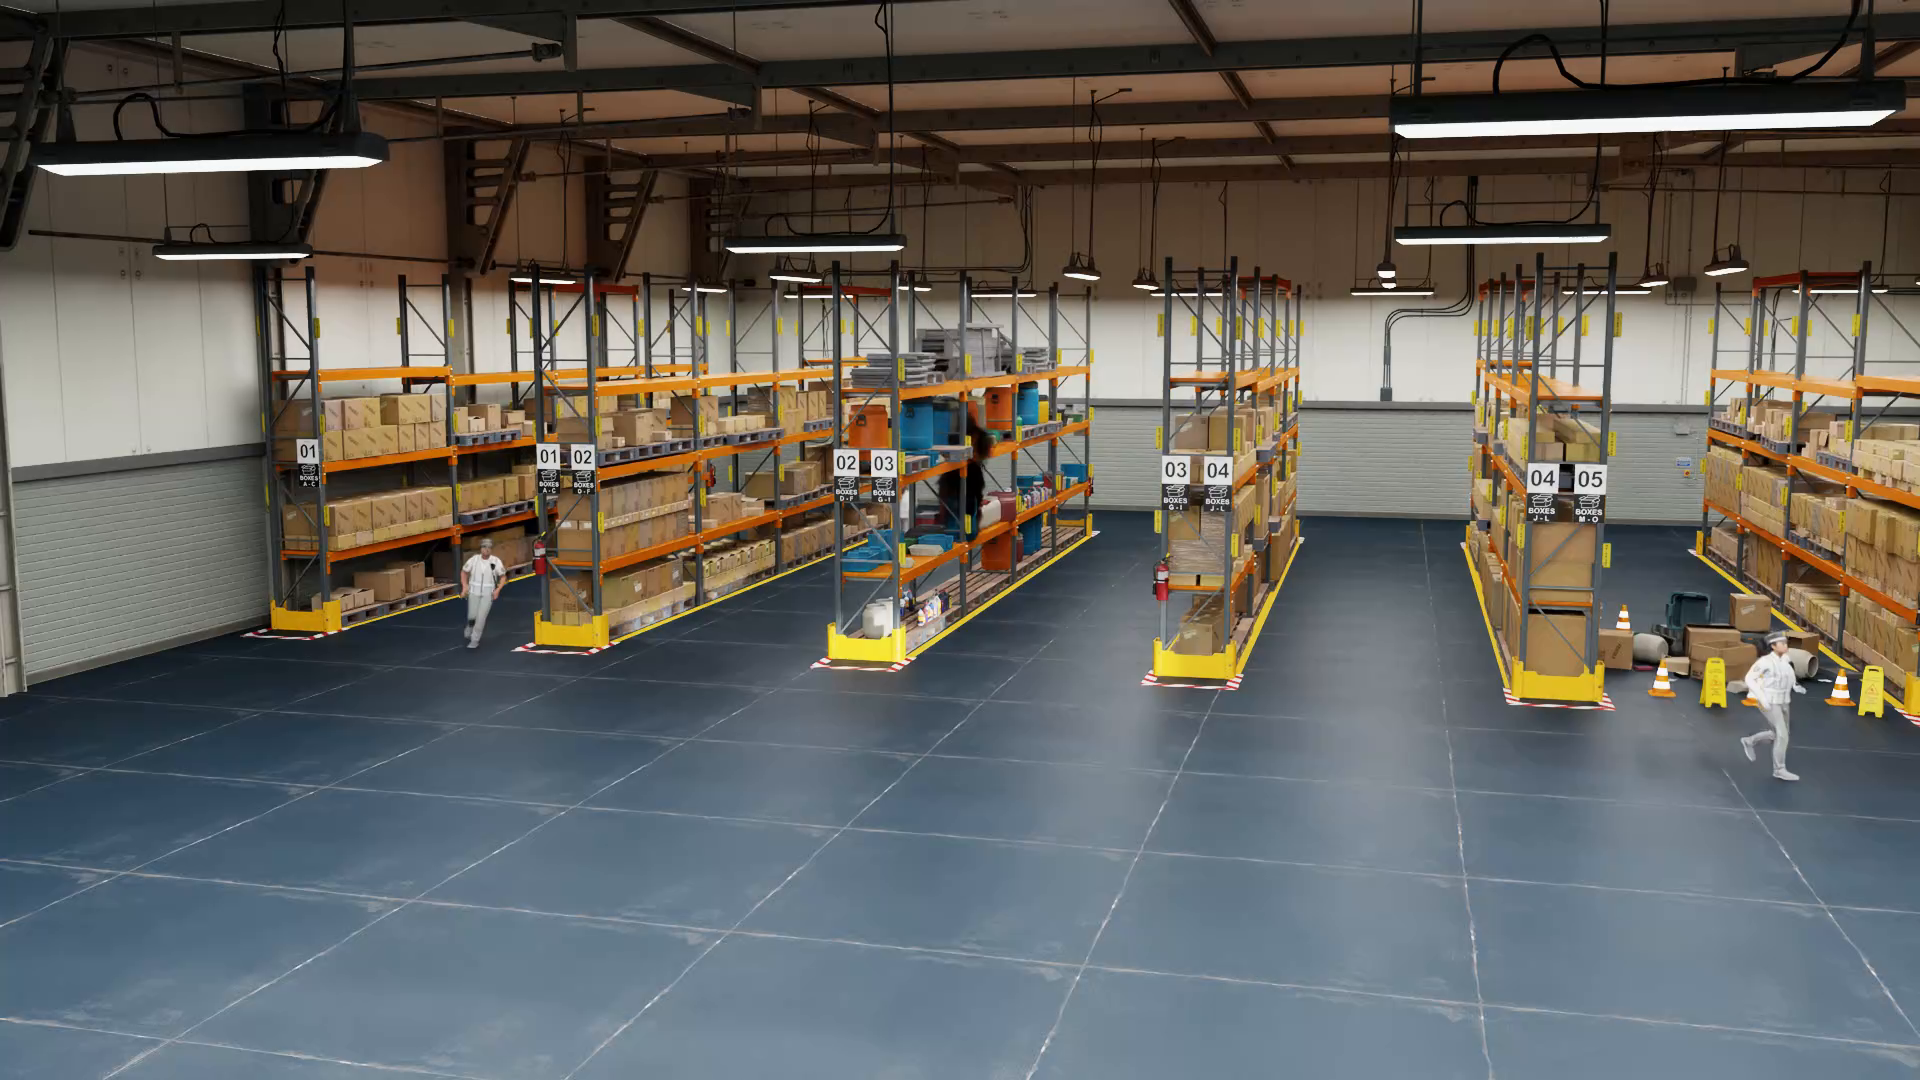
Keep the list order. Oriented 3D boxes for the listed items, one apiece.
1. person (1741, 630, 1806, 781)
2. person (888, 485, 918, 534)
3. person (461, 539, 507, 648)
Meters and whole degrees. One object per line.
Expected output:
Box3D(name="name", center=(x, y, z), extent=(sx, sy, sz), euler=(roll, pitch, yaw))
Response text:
Box3D(name="person", center=(9.086, 1.816, 18.646), extent=(0.617, 1.664, 0.743), euler=(-4, 8, -28))
Box3D(name="person", center=(-1.282, -0.502, 36.582), extent=(0.649, 1.726, 0.576), euler=(1, 7, 8))
Box3D(name="person", center=(-7.534, 0.823, 26.332), extent=(0.698, 1.710, 0.584), euler=(-2, 7, -13))
